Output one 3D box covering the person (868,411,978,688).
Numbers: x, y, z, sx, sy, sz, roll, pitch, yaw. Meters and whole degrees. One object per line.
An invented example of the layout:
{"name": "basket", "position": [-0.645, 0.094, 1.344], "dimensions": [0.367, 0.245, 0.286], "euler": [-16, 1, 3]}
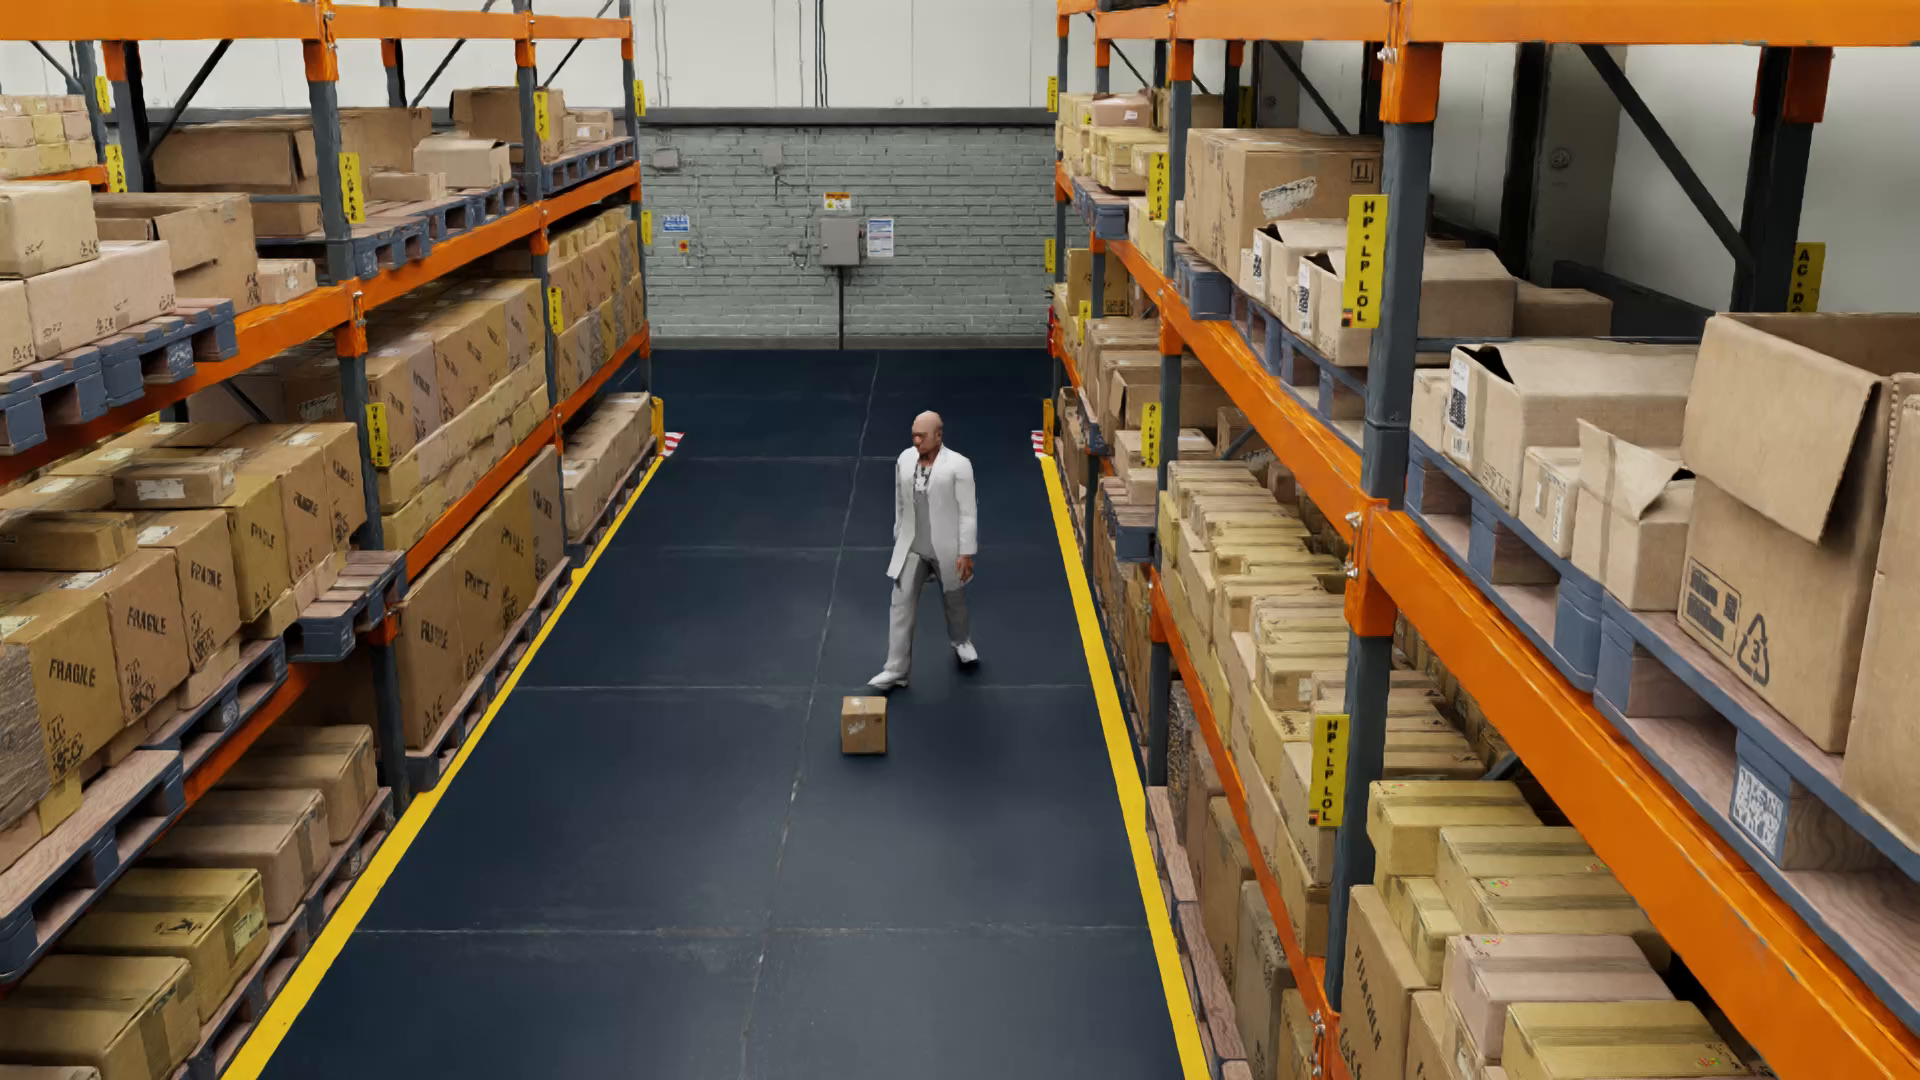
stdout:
{"name": "person", "position": [-0.180, 0.056, 10.459], "dimensions": [0.627, 1.723, 1.005], "euler": [6, 18, 20]}
